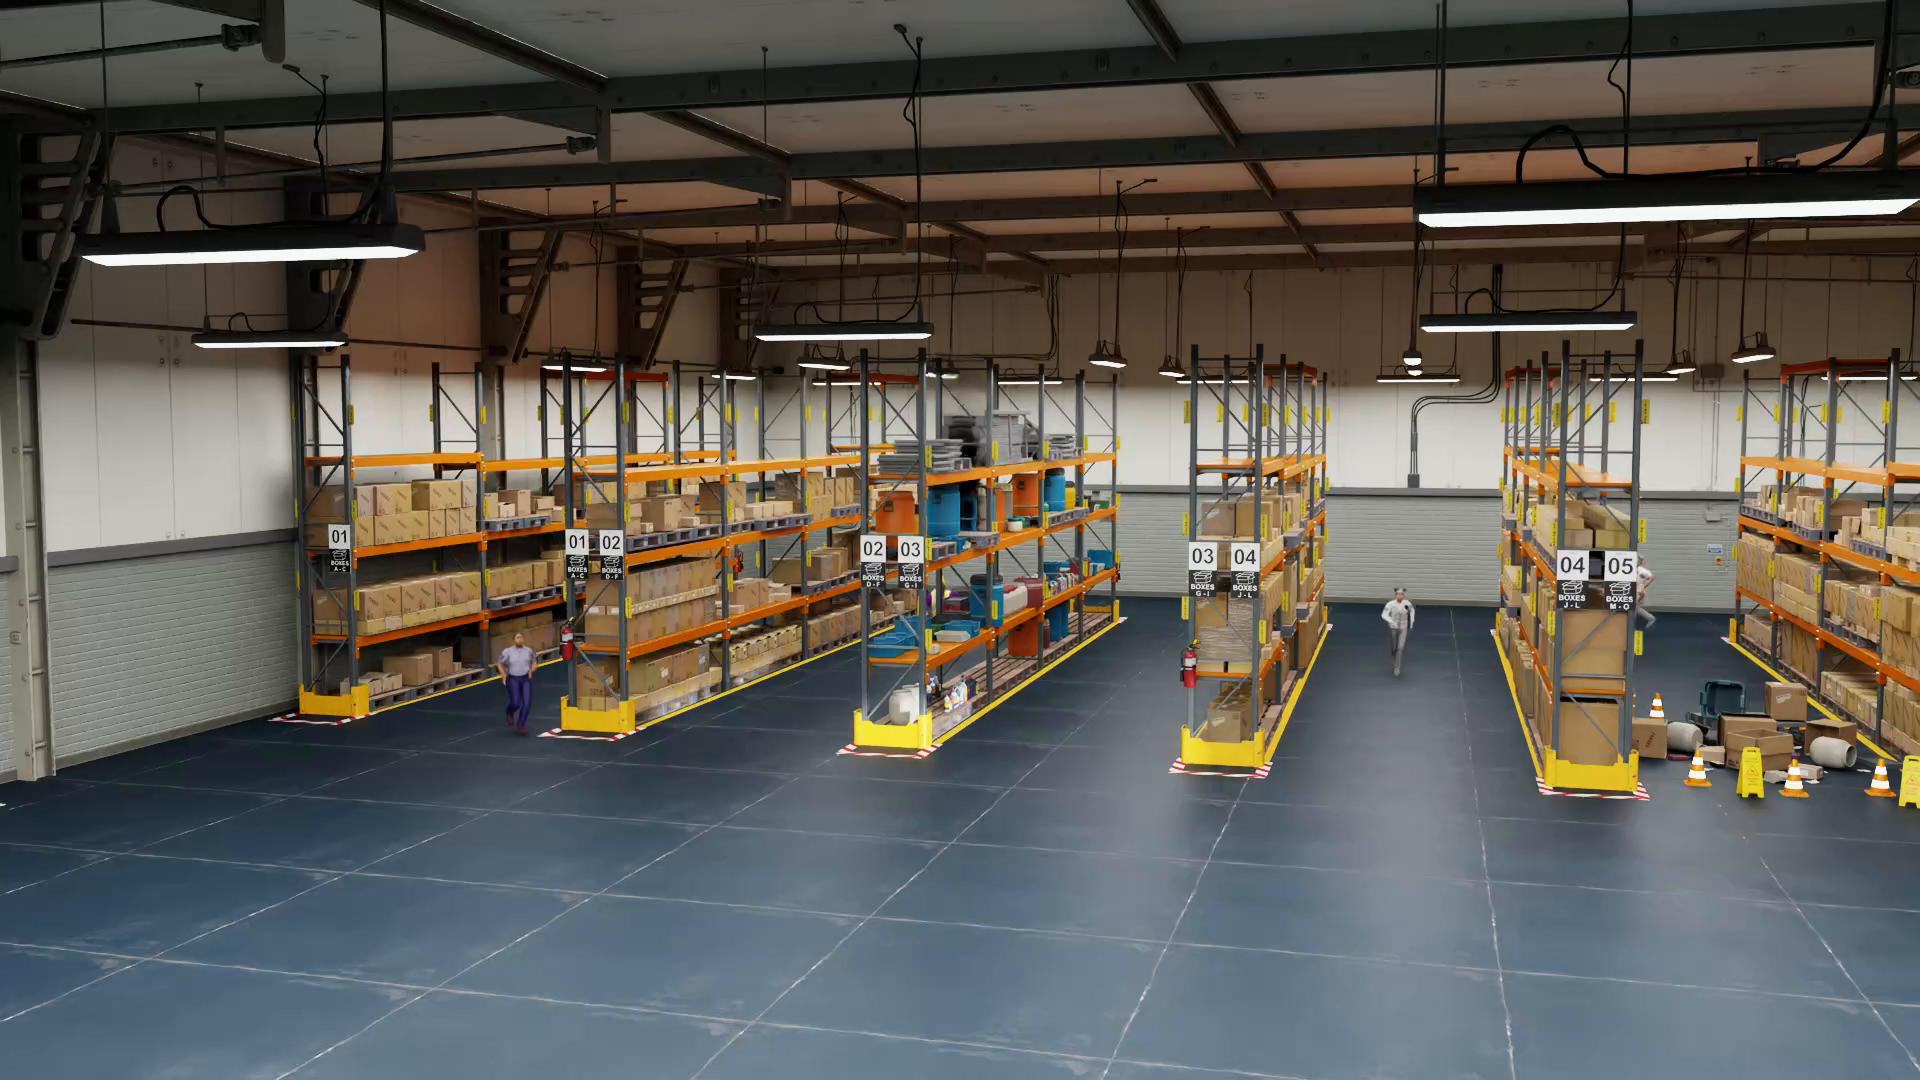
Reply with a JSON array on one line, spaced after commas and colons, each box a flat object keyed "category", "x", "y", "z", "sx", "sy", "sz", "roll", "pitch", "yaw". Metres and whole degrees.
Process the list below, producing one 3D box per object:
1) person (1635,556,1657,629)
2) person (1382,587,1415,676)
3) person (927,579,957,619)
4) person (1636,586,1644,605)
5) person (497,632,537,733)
[{"category": "person", "x": 15.600, "y": 1.229, "z": 38.323, "sx": 0.973, "sy": 1.783, "sz": 0.662, "roll": 0, "pitch": 4, "yaw": 3}, {"category": "person", "x": 8.533, "y": 1.739, "z": 32.374, "sx": 0.638, "sy": 1.690, "sz": 0.967, "roll": 1, "pitch": 4, "yaw": 10}, {"category": "person", "x": -0.383, "y": 1.567, "z": 33.456, "sx": 0.726, "sy": 1.622, "sz": 0.951, "roll": 1, "pitch": 4, "yaw": 14}, {"category": "person", "x": 14.332, "y": 1.509, "z": 35.708, "sx": 0.579, "sy": 1.666, "sz": 0.867, "roll": 0, "pitch": 4, "yaw": -1}, {"category": "person", "x": -6.950, "y": 2.248, "z": 26.219, "sx": 0.607, "sy": 1.596, "sz": 0.548, "roll": -2, "pitch": 5, "yaw": -30}]
